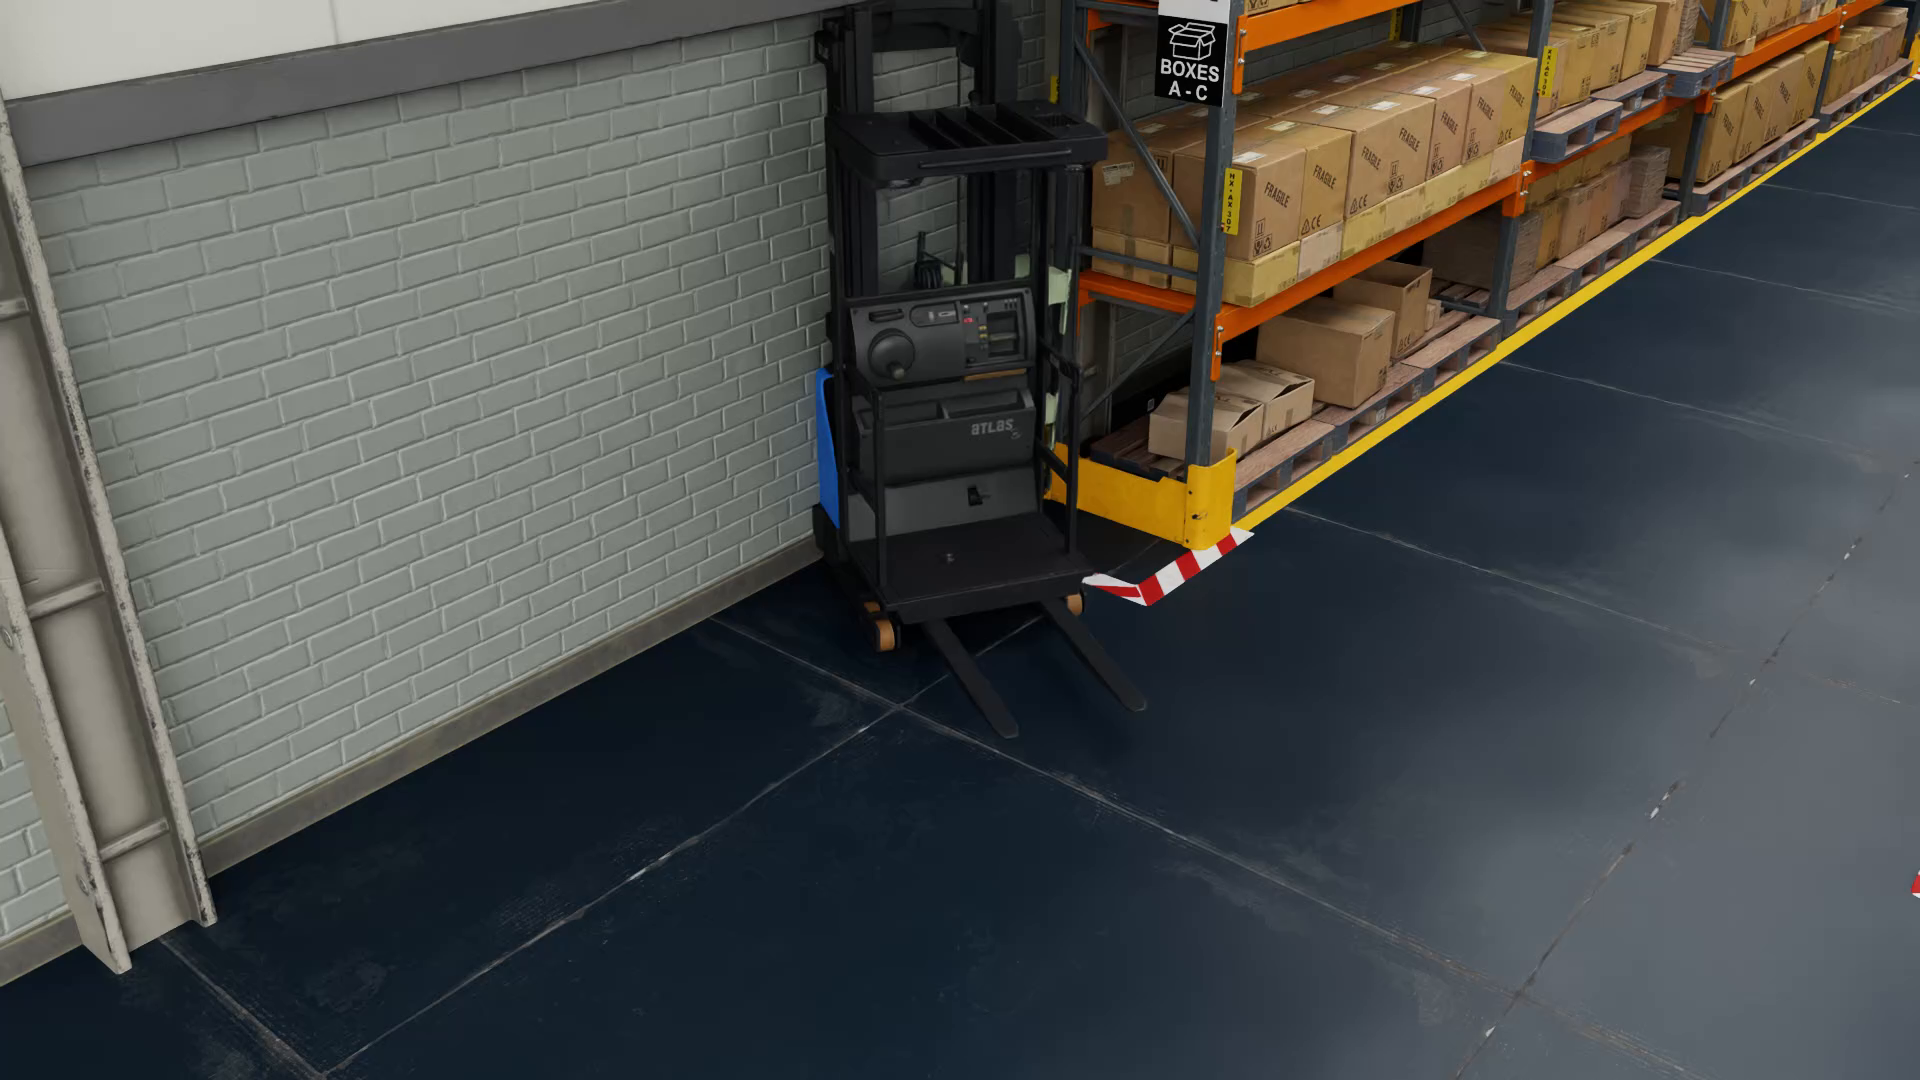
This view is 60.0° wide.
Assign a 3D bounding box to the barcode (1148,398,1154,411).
[{"bbox_3d":[1.148,-0.814,9.996,0.001,0.075,0.075,21,34,34],"label":"barcode"}]

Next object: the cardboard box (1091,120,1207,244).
[{"bbox_3d":[1.071,-1.971,9.120,0.500,0.500,0.500,20,34,34],"label":"cardboard box"}]

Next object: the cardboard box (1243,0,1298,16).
[{"bbox_3d":[1.341,-2.897,8.191,0.500,0.500,0.500,22,34,36],"label":"cardboard box"}]

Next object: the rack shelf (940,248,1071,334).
[{"bbox_3d":[0.178,-1.313,9.042,0.720,0.370,0.431,-13,32,-31],"label":"rack shelf"}]

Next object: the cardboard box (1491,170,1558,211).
[{"bbox_3d":[4.213,-2.726,12.680,0.500,0.250,0.500,20,33,33],"label":"cardboard box"}]

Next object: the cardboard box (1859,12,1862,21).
[{"bbox_3d":[10.348,-6.149,19.429,0.380,0.149,0.250,21,34,35],"label":"cardboard box"}]

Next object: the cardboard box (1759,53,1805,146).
[{"bbox_3d":[7.692,-4.368,16.312,0.750,0.750,0.750,22,35,36],"label":"cardboard box"}]

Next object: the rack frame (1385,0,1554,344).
[{"bbox_3d":[3.480,-2.884,11.561,1.000,3.000,0.127,21,34,34],"label":"rack frame"}]

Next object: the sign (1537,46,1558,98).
[{"bbox_3d":[3.903,-3.113,11.061,0.100,0.325,0.005,21,34,34],"label":"sign"}]

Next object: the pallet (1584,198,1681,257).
[{"bbox_3d":[5.526,-2.787,14.409,1.003,0.211,1.213,21,34,34],"label":"pallet"}]

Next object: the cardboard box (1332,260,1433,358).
[{"bbox_3d":[2.850,-1.590,11.300,0.500,0.500,0.500,18,32,31],"label":"cardboard box"}]

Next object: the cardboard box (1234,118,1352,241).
[{"bbox_3d":[1.793,-1.995,9.168,0.500,0.500,0.500,21,34,35],"label":"cardboard box"}]

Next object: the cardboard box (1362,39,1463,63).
[{"bbox_3d":[3.020,-3.054,11.215,0.500,0.500,0.500,20,33,33],"label":"cardboard box"}]

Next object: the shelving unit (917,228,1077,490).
[{"bbox_3d":[0.152,-0.966,9.218,0.755,1.500,0.431,-13,32,-31],"label":"shelving unit"}]

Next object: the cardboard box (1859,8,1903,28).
[{"bbox_3d":[10.641,-6.036,19.211,0.380,0.149,0.250,22,34,36],"label":"cardboard box"}]

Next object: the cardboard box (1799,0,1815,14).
[{"bbox_3d":[7.826,-5.310,15.795,0.500,0.500,0.500,21,34,34],"label":"cardboard box"}]

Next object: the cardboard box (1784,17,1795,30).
[{"bbox_3d":[7.730,-4.978,15.860,0.380,0.149,0.250,20,33,33],"label":"cardboard box"}]

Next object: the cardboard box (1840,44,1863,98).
[{"bbox_3d":[9.445,-5.209,18.319,0.700,0.500,0.500,20,34,34],"label":"cardboard box"}]

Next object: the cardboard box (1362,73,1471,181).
[{"bbox_3d":[2.776,-2.548,10.236,0.500,0.500,0.500,20,33,33],"label":"cardboard box"}]

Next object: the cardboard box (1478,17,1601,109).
[{"bbox_3d":[4.191,-3.491,12.146,0.500,0.500,0.700,-24,36,-39],"label":"cardboard box"}]

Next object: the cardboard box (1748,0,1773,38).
[{"bbox_3d":[6.871,-4.768,14.749,0.500,0.500,0.500,22,35,36],"label":"cardboard box"}]

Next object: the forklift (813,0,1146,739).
[{"bbox_3d":[-0.003,-0.962,7.920,1.130,2.935,3.031,-9,29,-17],"label":"forklift"}]

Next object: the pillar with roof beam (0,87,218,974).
[{"bbox_3d":[0.219,-1.246,1.865,9.100,9.000,0.400,21,34,34],"label":"pillar with roof beam"}]

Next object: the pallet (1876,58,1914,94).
[{"bbox_3d":[10.664,-5.594,19.834,1.003,0.211,1.213,21,34,34],"label":"pallet"}]

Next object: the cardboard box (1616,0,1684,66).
[{"bbox_3d":[5.398,-4.167,13.452,0.700,0.500,0.500,17,32,30],"label":"cardboard box"}]

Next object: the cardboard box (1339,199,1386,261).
[{"bbox_3d":[2.139,-1.856,9.714,0.500,0.250,0.500,20,34,34],"label":"cardboard box"}]

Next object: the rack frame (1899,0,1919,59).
[{"bbox_3d":[11.113,-7.139,19.785,1.000,3.000,0.127,21,34,34],"label":"rack frame"}]

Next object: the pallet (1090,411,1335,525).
[{"bbox_3d":[1.528,-0.532,10.049,1.003,0.211,1.213,21,34,34],"label":"pallet"}]

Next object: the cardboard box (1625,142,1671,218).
[{"bbox_3d":[5.606,-3.117,14.253,0.700,0.500,0.500,21,34,35],"label":"cardboard box"}]

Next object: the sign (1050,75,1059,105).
[{"bbox_3d":[0.520,-2.290,8.808,0.100,0.325,0.005,21,34,34],"label":"sign"}]

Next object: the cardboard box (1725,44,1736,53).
[{"bbox_3d":[6.579,-4.336,14.618,0.380,0.149,0.250,21,34,35],"label":"cardboard box"}]

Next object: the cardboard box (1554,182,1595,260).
[{"bbox_3d":[4.581,-2.602,13.258,0.700,0.500,0.500,21,34,35],"label":"cardboard box"}]

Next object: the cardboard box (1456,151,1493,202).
[{"bbox_3d":[3.089,-2.396,10.758,0.500,0.250,0.500,21,34,35],"label":"cardboard box"}]

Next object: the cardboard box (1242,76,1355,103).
[{"bbox_3d":[2.045,-2.510,10.162,0.500,0.500,0.500,21,34,35],"label":"cardboard box"}]

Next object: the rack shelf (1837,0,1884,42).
[{"bbox_3d":[9.840,-6.110,18.580,1.077,0.370,4.000,21,34,34],"label":"rack shelf"}]

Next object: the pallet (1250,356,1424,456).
[{"bbox_3d":[2.304,-0.963,10.882,1.003,0.211,1.213,21,34,34],"label":"pallet"}]

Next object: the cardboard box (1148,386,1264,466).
[{"bbox_3d":[1.445,-0.686,9.760,0.500,0.311,0.500,17,32,29],"label":"cardboard box"}]

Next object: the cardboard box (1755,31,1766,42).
[{"bbox_3d":[7.209,-4.713,15.348,0.380,0.149,0.250,21,34,35],"label":"cardboard box"}]

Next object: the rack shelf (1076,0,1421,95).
[{"bbox_3d":[2.208,-3.188,9.666,1.077,0.370,4.000,21,34,34],"label":"rack shelf"}]

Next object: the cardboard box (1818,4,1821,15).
[{"bbox_3d":[8.230,-5.241,16.367,0.380,0.149,0.250,22,35,36],"label":"cardboard box"}]

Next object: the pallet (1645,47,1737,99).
[{"bbox_3d":[5.653,-3.934,13.798,1.213,0.211,1.003,21,34,34],"label":"pallet"}]

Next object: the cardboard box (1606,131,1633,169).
[{"bbox_3d":[5.195,-3.267,13.725,0.500,0.250,0.500,21,34,35],"label":"cardboard box"}]

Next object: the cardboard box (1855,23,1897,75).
[{"bbox_3d":[10.426,-5.760,19.384,0.700,0.500,0.500,21,34,34],"label":"cardboard box"}]

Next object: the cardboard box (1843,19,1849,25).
[{"bbox_3d":[9.865,-5.879,18.907,0.380,0.149,0.250,21,34,35],"label":"cardboard box"}]
